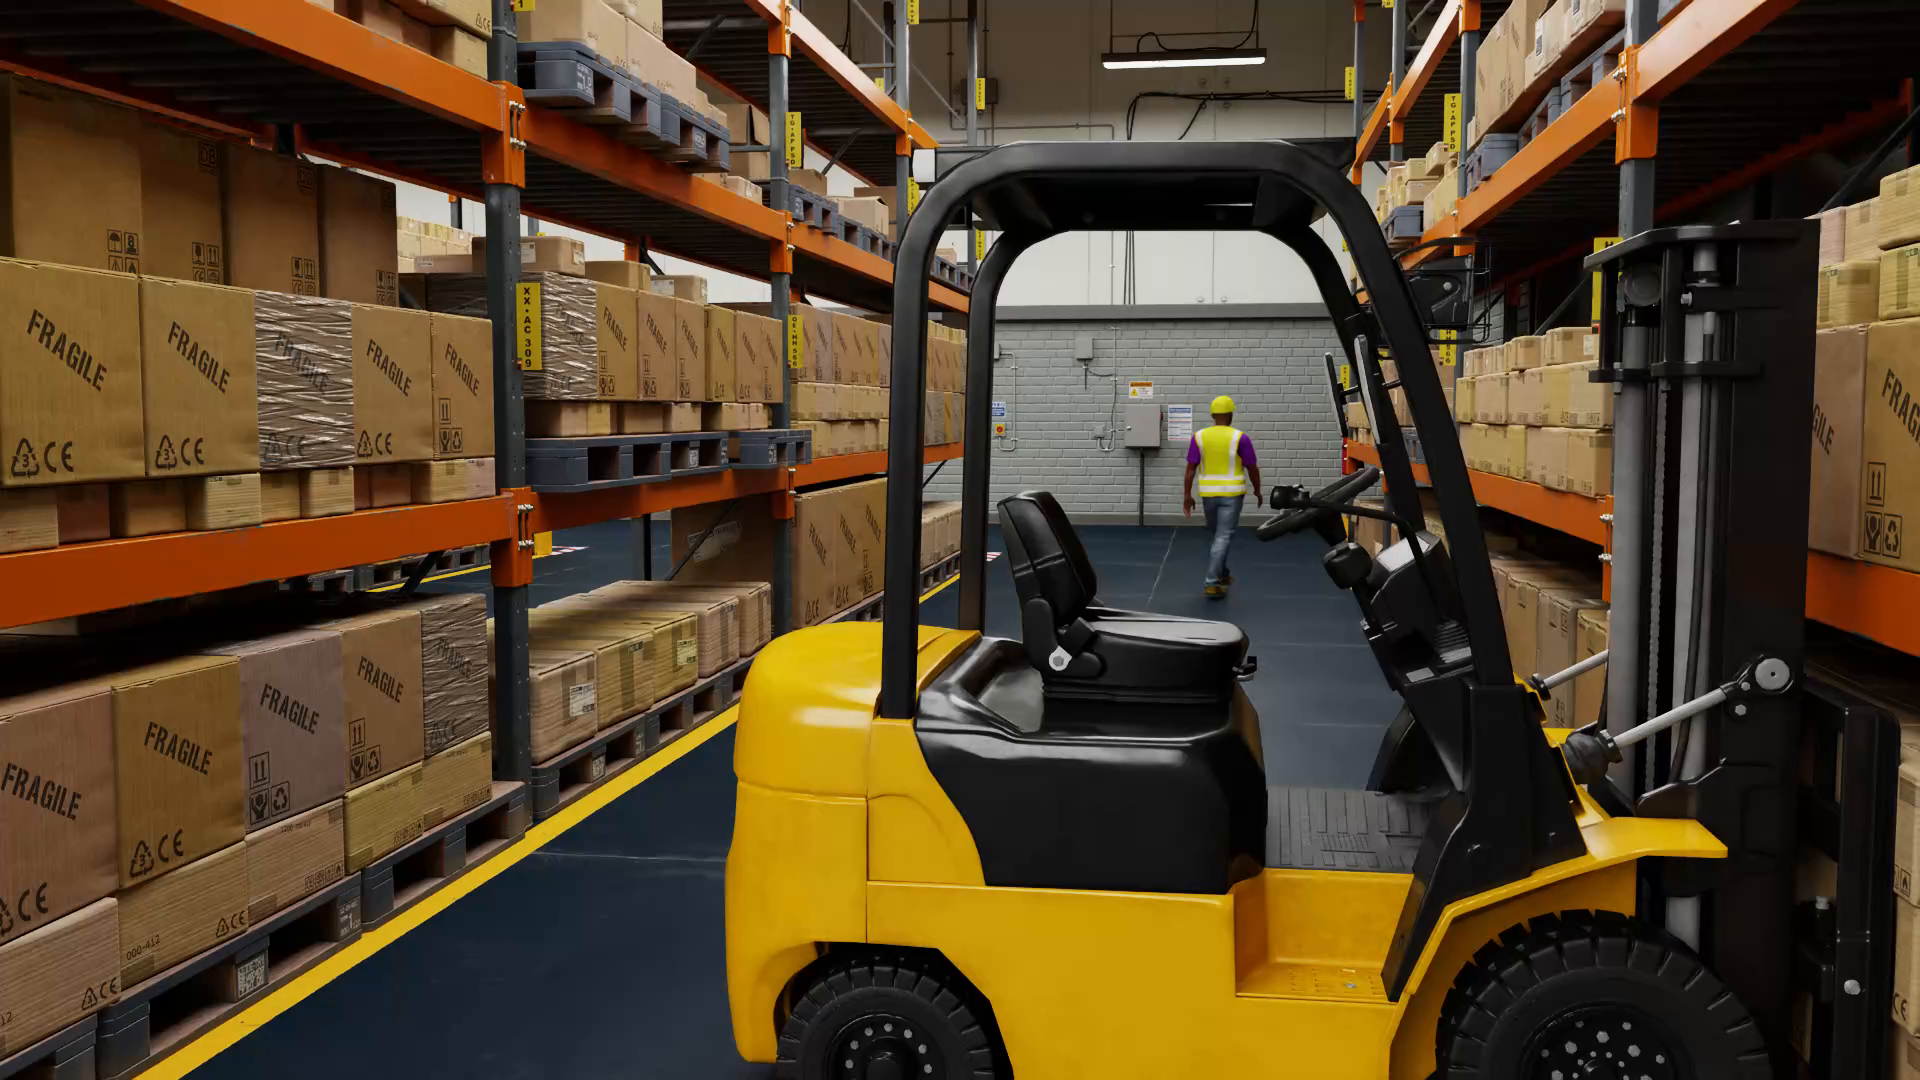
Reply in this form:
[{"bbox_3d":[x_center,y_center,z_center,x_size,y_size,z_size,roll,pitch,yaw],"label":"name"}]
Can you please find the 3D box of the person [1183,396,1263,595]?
[{"bbox_3d":[2.353,-0.412,14.627,0.609,1.708,1.010,3,5,32],"label":"person"}]
